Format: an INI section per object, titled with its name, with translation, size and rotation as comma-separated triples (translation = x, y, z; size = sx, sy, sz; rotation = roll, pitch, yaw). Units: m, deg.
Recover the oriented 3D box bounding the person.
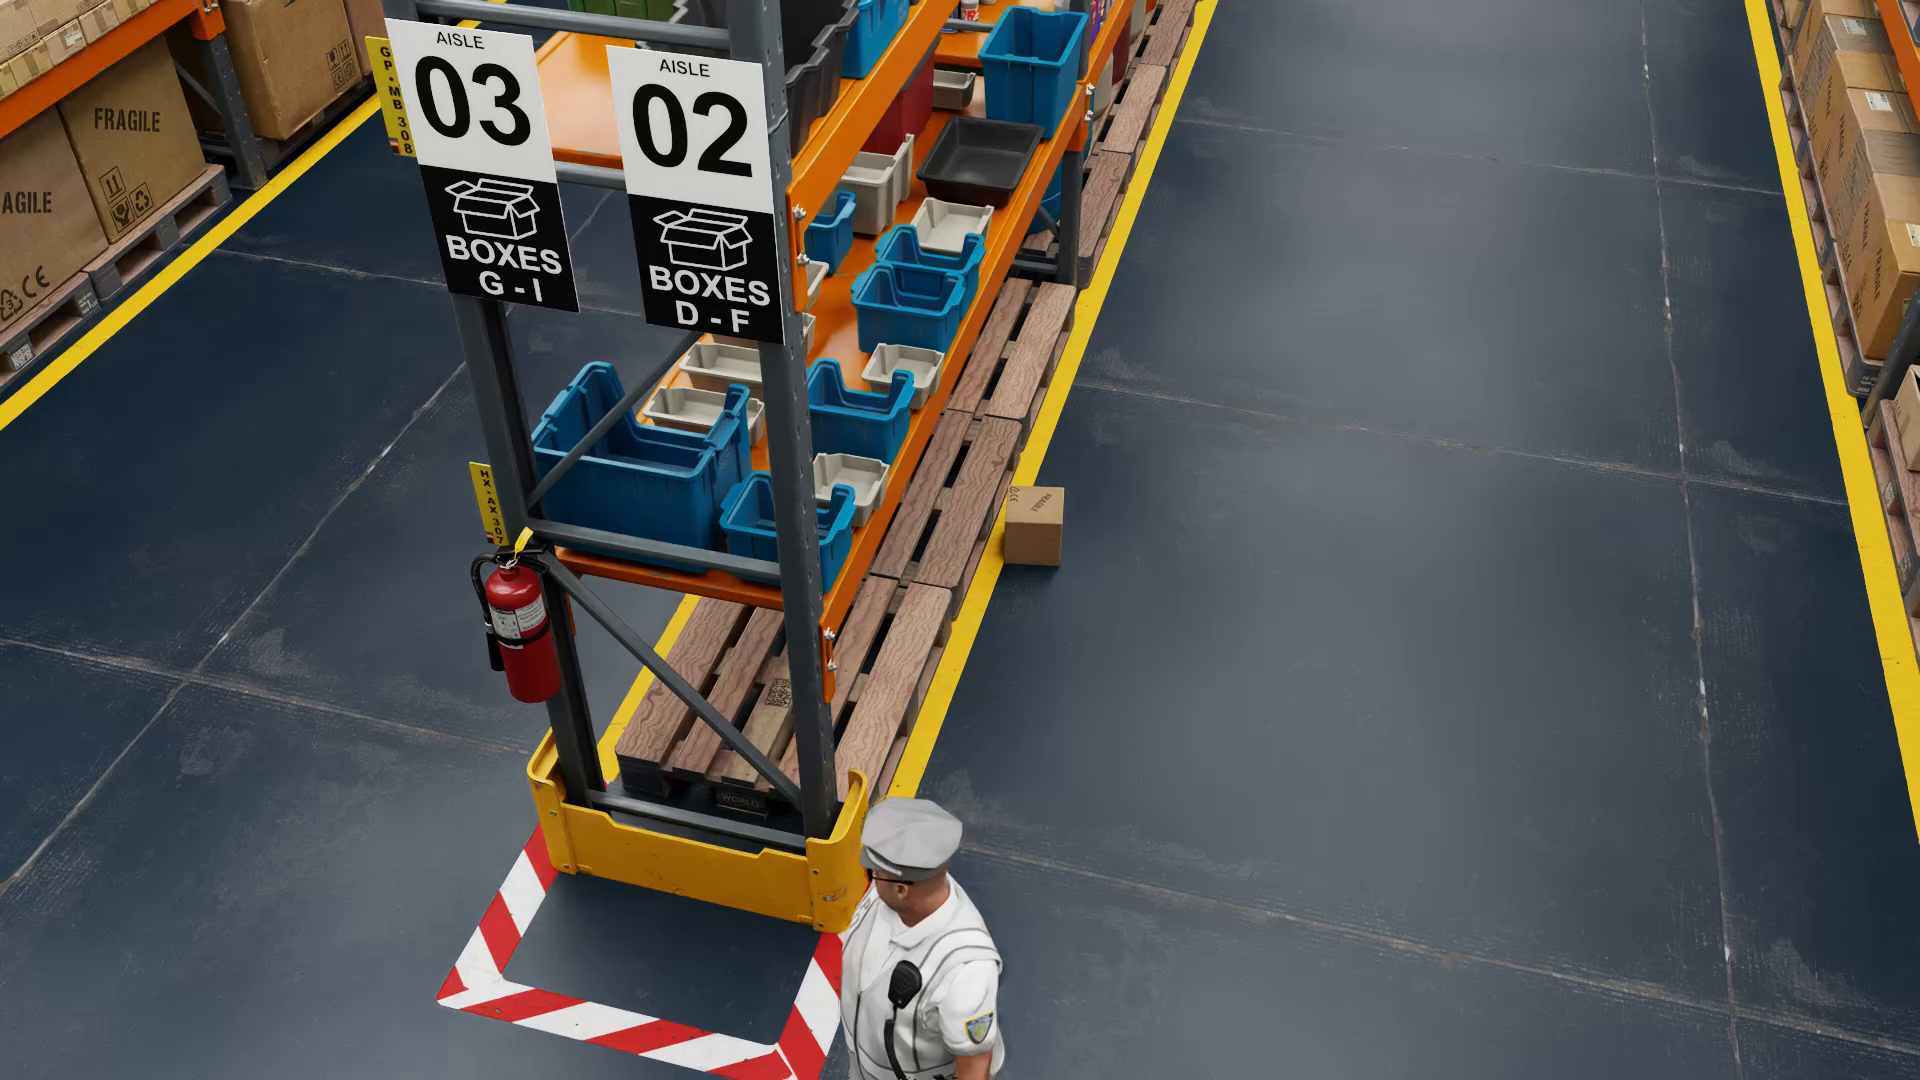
[person]
translation = -0.055, 1.399, 4.525
size = 0.910, 1.704, 0.612
rotation = -26, 47, -27
